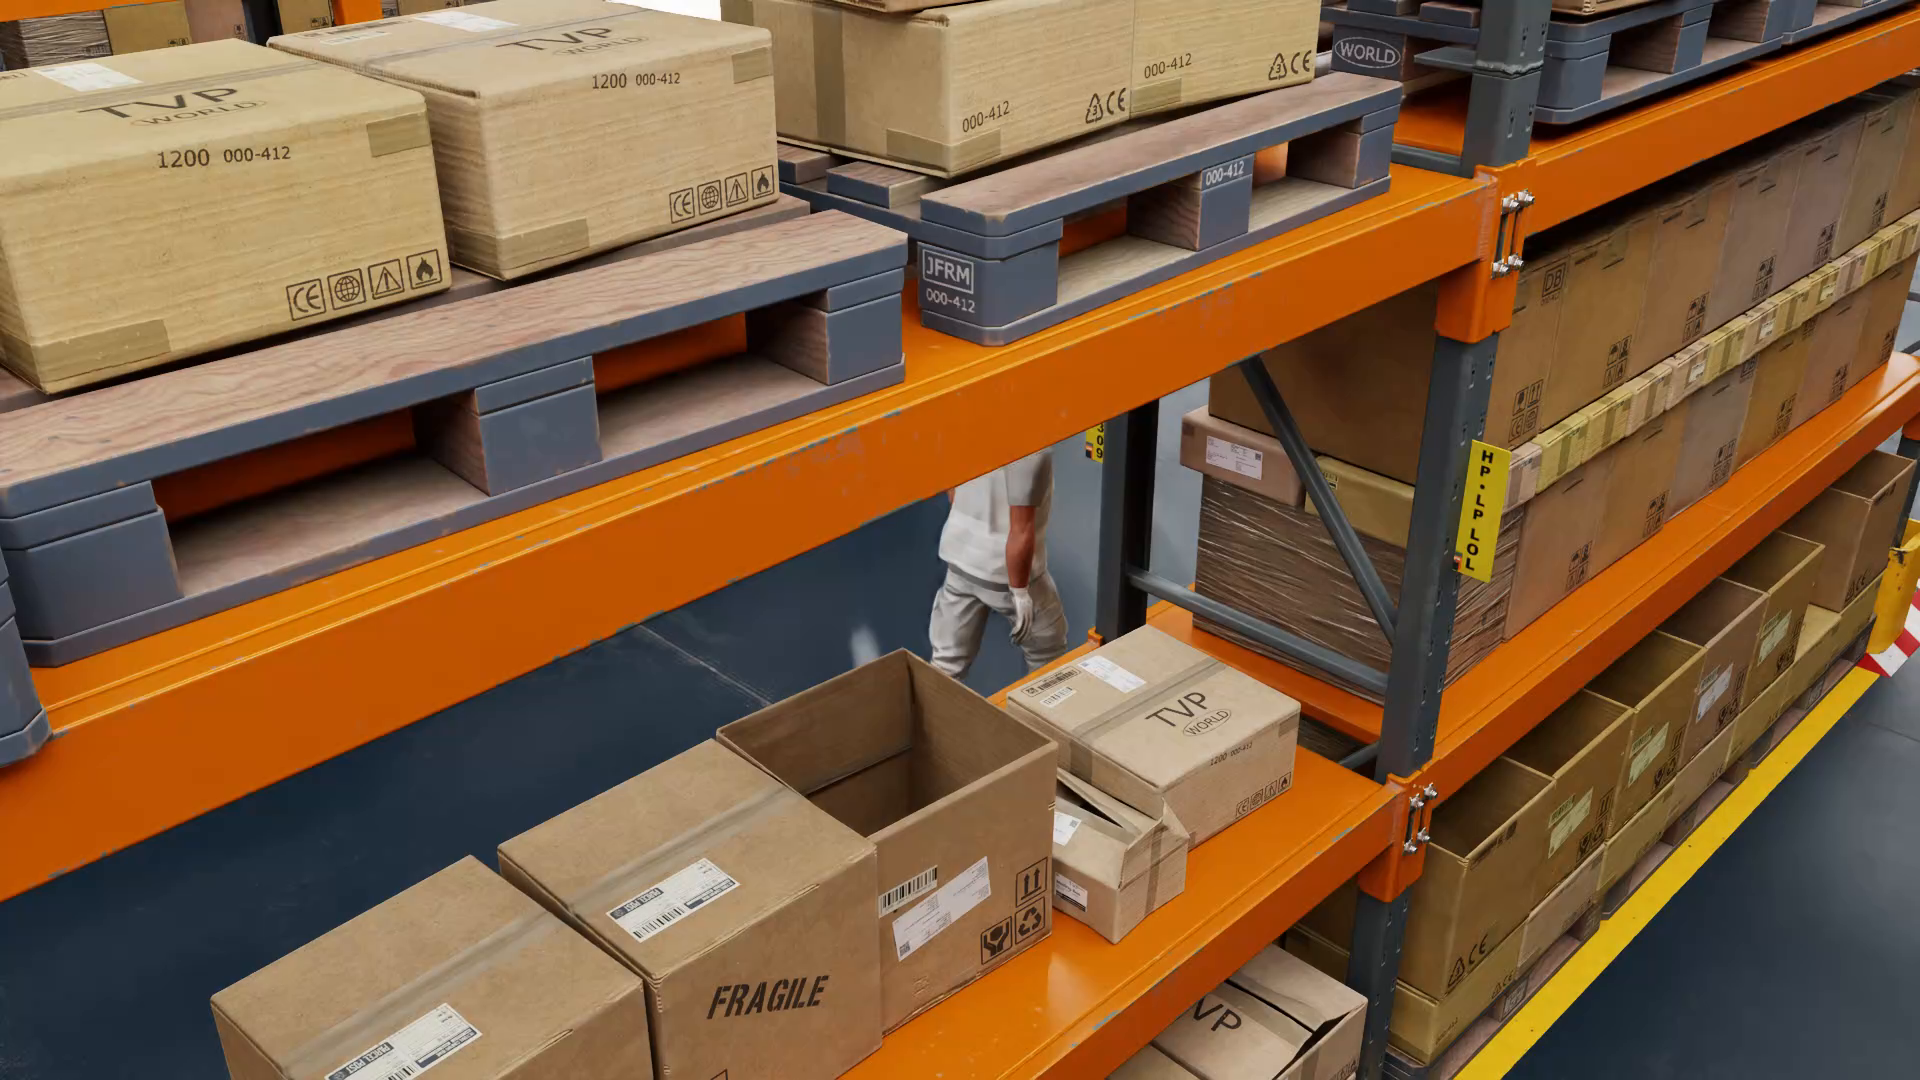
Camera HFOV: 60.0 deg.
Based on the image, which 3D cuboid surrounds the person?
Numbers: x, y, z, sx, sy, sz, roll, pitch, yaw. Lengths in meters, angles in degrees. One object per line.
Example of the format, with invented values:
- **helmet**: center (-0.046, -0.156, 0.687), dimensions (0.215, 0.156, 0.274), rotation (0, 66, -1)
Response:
- **person**: center (0.176, 0.051, 5.976), dimensions (0.577, 1.721, 1.008), rotation (24, 36, 38)
